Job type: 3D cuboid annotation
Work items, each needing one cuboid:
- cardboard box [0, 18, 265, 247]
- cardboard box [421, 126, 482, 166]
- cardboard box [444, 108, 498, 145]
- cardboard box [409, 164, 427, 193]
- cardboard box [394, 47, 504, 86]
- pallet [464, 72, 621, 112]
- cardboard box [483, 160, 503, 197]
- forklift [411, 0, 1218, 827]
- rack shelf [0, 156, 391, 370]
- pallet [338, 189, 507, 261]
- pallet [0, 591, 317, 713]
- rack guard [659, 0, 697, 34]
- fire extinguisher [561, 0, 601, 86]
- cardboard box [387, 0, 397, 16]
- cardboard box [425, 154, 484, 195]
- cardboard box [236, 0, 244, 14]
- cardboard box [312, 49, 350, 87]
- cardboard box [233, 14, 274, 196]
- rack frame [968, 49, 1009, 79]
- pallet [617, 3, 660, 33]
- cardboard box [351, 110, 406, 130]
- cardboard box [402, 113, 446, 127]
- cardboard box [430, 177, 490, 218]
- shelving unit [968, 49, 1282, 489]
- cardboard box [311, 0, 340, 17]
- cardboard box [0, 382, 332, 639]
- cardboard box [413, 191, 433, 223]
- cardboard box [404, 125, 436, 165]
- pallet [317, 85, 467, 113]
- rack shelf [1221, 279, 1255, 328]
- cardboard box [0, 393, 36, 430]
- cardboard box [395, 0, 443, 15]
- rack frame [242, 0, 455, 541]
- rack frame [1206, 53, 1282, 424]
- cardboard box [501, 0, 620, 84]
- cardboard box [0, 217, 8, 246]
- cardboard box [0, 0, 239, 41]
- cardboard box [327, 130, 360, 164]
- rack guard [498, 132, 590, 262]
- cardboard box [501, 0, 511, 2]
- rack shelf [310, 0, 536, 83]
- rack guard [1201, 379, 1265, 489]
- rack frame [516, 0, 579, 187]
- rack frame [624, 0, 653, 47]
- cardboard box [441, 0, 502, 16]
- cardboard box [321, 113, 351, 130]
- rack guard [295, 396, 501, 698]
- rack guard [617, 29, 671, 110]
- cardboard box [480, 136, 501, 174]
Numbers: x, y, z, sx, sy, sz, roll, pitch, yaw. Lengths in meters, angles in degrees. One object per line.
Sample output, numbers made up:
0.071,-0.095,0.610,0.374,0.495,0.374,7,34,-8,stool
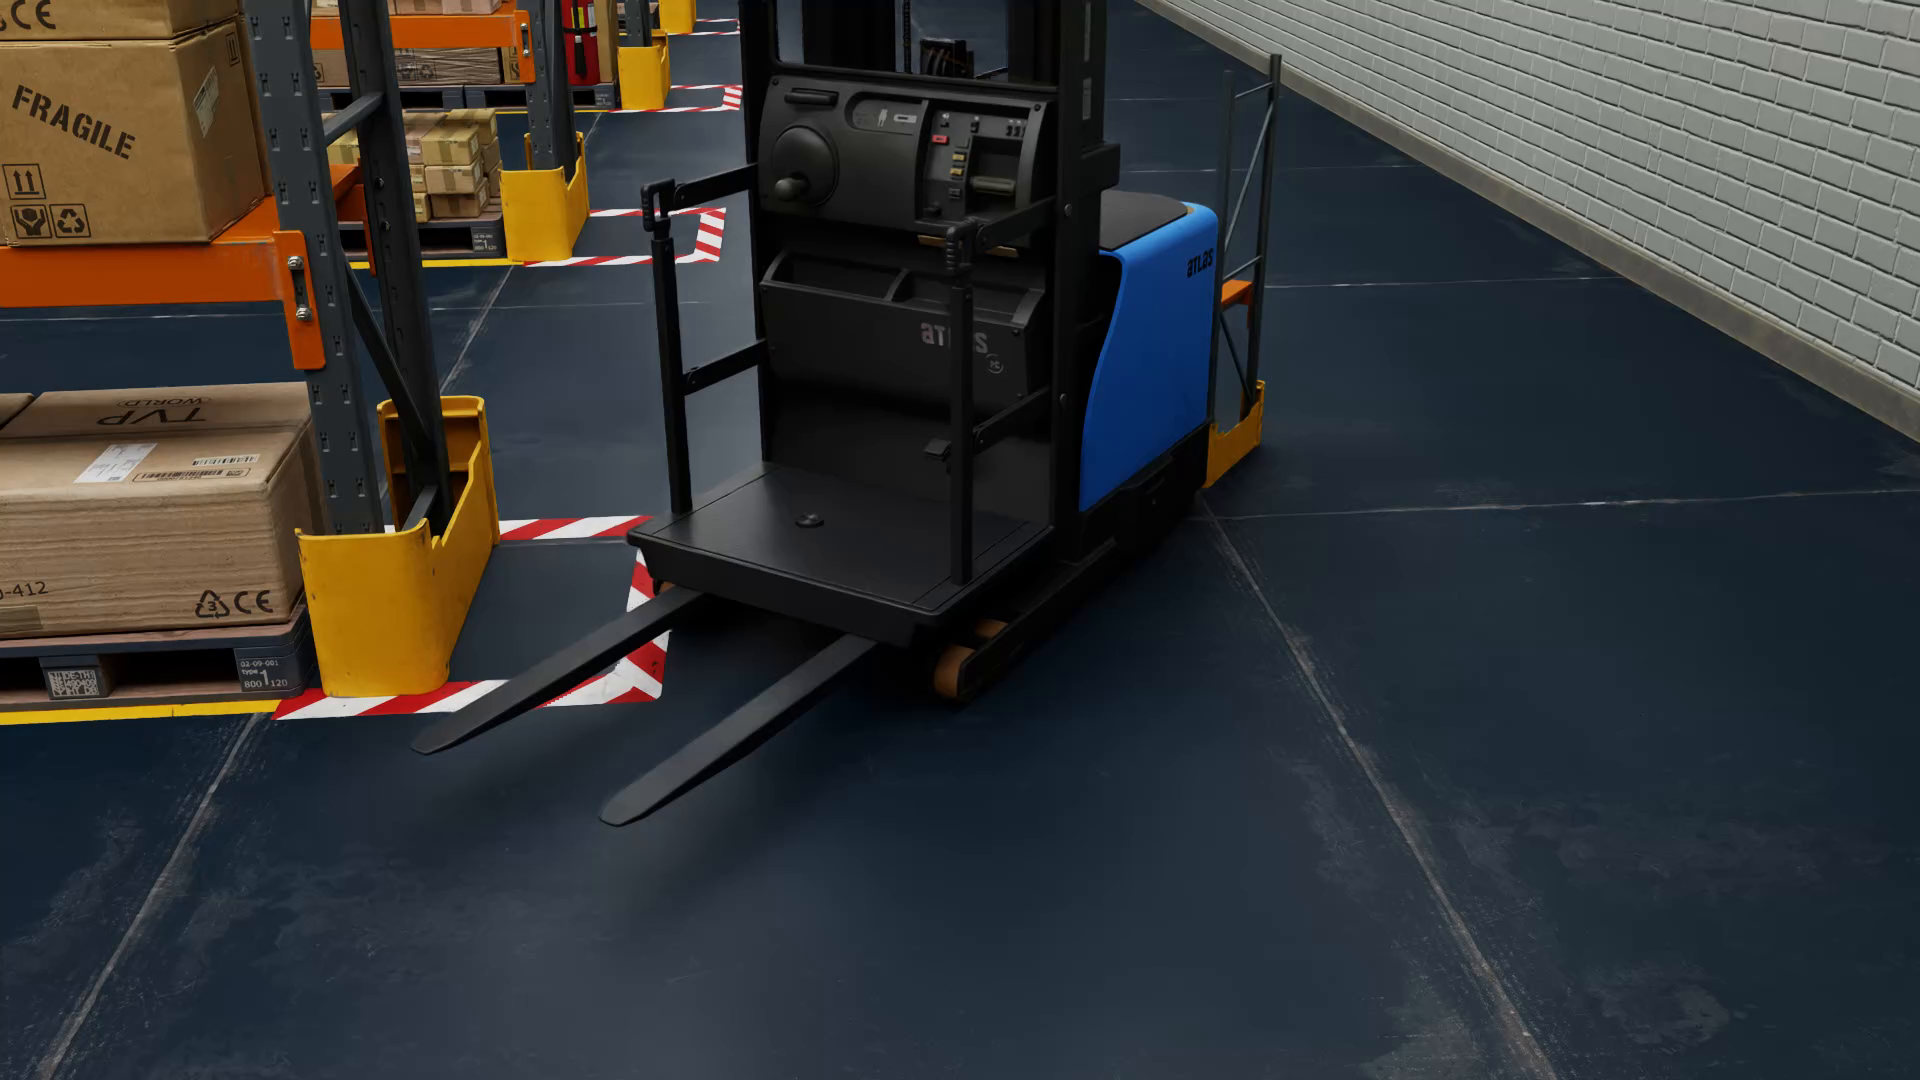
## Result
-2.191,-1.079,4.361,0.500,0.500,0.500,-2,24,-5,cardboard box
-2.826,-2.194,9.252,0.250,0.149,0.380,-2,24,-5,cardboard box
-2.879,-2.434,9.792,0.250,0.149,0.380,-3,24,-8,cardboard box
-3.086,-2.056,9.309,0.250,0.149,0.380,-3,24,-6,cardboard box
-4.245,-4.292,13.811,0.875,0.875,0.875,-2,24,-5,cardboard box
-3.499,-3.827,14.101,1.213,0.211,1.003,-2,24,-5,pallet
-2.877,-2.154,9.895,0.250,0.149,0.380,-2,24,-4,cardboard box
-0.287,-1.089,4.591,1.130,2.935,3.031,14,27,28,forklift
-3.727,-0.751,4.632,4.000,0.370,1.077,-2,24,-5,rack shelf
-3.211,-1.861,9.676,1.213,0.211,1.003,-2,24,-5,pallet
-2.525,0.179,5.089,1.213,0.211,1.003,-2,24,-5,pallet
-3.175,-6.031,18.703,0.348,0.500,1.175,-2,24,-5,rack guard
-2.028,-2.774,8.852,0.183,0.674,0.296,-2,24,-5,fire extinguisher
-3.120,-2.903,8.898,0.250,0.149,0.380,-3,24,-6,cardboard box
-2.821,-2.045,9.284,0.250,0.149,0.380,-3,24,-7,cardboard box
-2.242,-1.758,4.658,0.500,0.500,0.500,-3,24,-6,cardboard box
-5.131,-4.256,13.731,0.875,0.875,0.875,-2,24,-5,cardboard box
-2.243,-1.302,4.863,0.500,0.500,0.500,-2,24,-6,cardboard box
0.142,-1.189,6.576,0.032,1.500,0.500,13,27,27,rack frame
-4.022,-5.875,18.709,1.213,0.211,1.003,-2,24,-5,pallet
-3.404,-2.416,9.752,0.250,0.149,0.380,-2,24,-5,cardboard box
-3.141,-2.374,9.658,0.250,0.149,0.380,-2,24,-4,cardboard box
-2.827,-1.940,9.414,0.250,0.149,0.380,-2,24,-4,cardboard box
0.593,-1.085,6.343,1.083,1.500,0.587,13,27,27,shelving unit
-3.371,-2.884,8.854,0.250,0.149,0.380,-2,24,-4,cardboard box
-2.384,-0.114,4.950,0.875,0.438,0.875,-3,24,-7,cardboard box
-3.073,-1.889,9.299,0.250,0.149,0.380,-2,24,-4,cardboard box
-3.081,-2.207,9.282,0.250,0.149,0.380,-2,24,-4,cardboard box
-4.710,-3.780,13.994,1.213,0.211,1.003,-2,24,-5,pallet
0.584,-0.922,6.420,1.000,0.185,0.538,13,27,27,rack shelf
-3.294,-0.074,4.860,0.875,0.438,0.875,-2,24,-4,cardboard box
-2.872,-2.919,8.934,0.250,0.149,0.380,-2,24,-5,cardboard box
-1.737,-1.159,4.665,0.127,3.000,1.000,-2,24,-5,rack frame
1.027,-0.985,6.119,0.032,1.500,0.500,13,27,27,rack frame
-3.340,-4.328,13.893,0.875,0.875,0.875,-2,24,-5,cardboard box
-2.692,-1.065,4.330,0.500,0.500,0.500,-3,24,-6,cardboard box
-2.193,-1.546,4.182,0.500,0.500,0.500,-2,24,-3,cardboard box
-3.327,-2.145,9.143,0.250,0.149,0.380,-3,24,-6,cardboard box
-2.399,-2.011,9.658,0.348,0.500,1.175,-2,24,-5,rack guard
-2.678,-3.161,9.478,0.250,0.149,0.380,-2,24,-6,cardboard box
-4.314,-2.748,9.124,4.000,0.370,1.077,-2,24,-5,rack shelf
1.025,-0.414,6.372,0.087,0.250,0.587,13,27,27,rack guard
-2.324,-3.156,9.158,0.127,3.000,1.000,-2,24,-5,rack frame
-2.711,-5.165,13.677,0.127,3.000,1.000,-2,24,-5,rack frame
-2.621,-2.914,8.922,0.250,0.149,0.380,-2,24,-5,cardboard box
-3.643,-2.372,9.655,0.250,0.149,0.380,-3,24,-8,cardboard box
-1.713,-0.018,5.175,0.348,0.500,1.175,-2,24,-5,rack guard
-2.687,-4.024,14.187,0.348,0.500,1.175,-2,24,-5,rack guard
-2.870,-2.264,9.777,0.250,0.149,0.380,-1,24,-3,cardboard box
